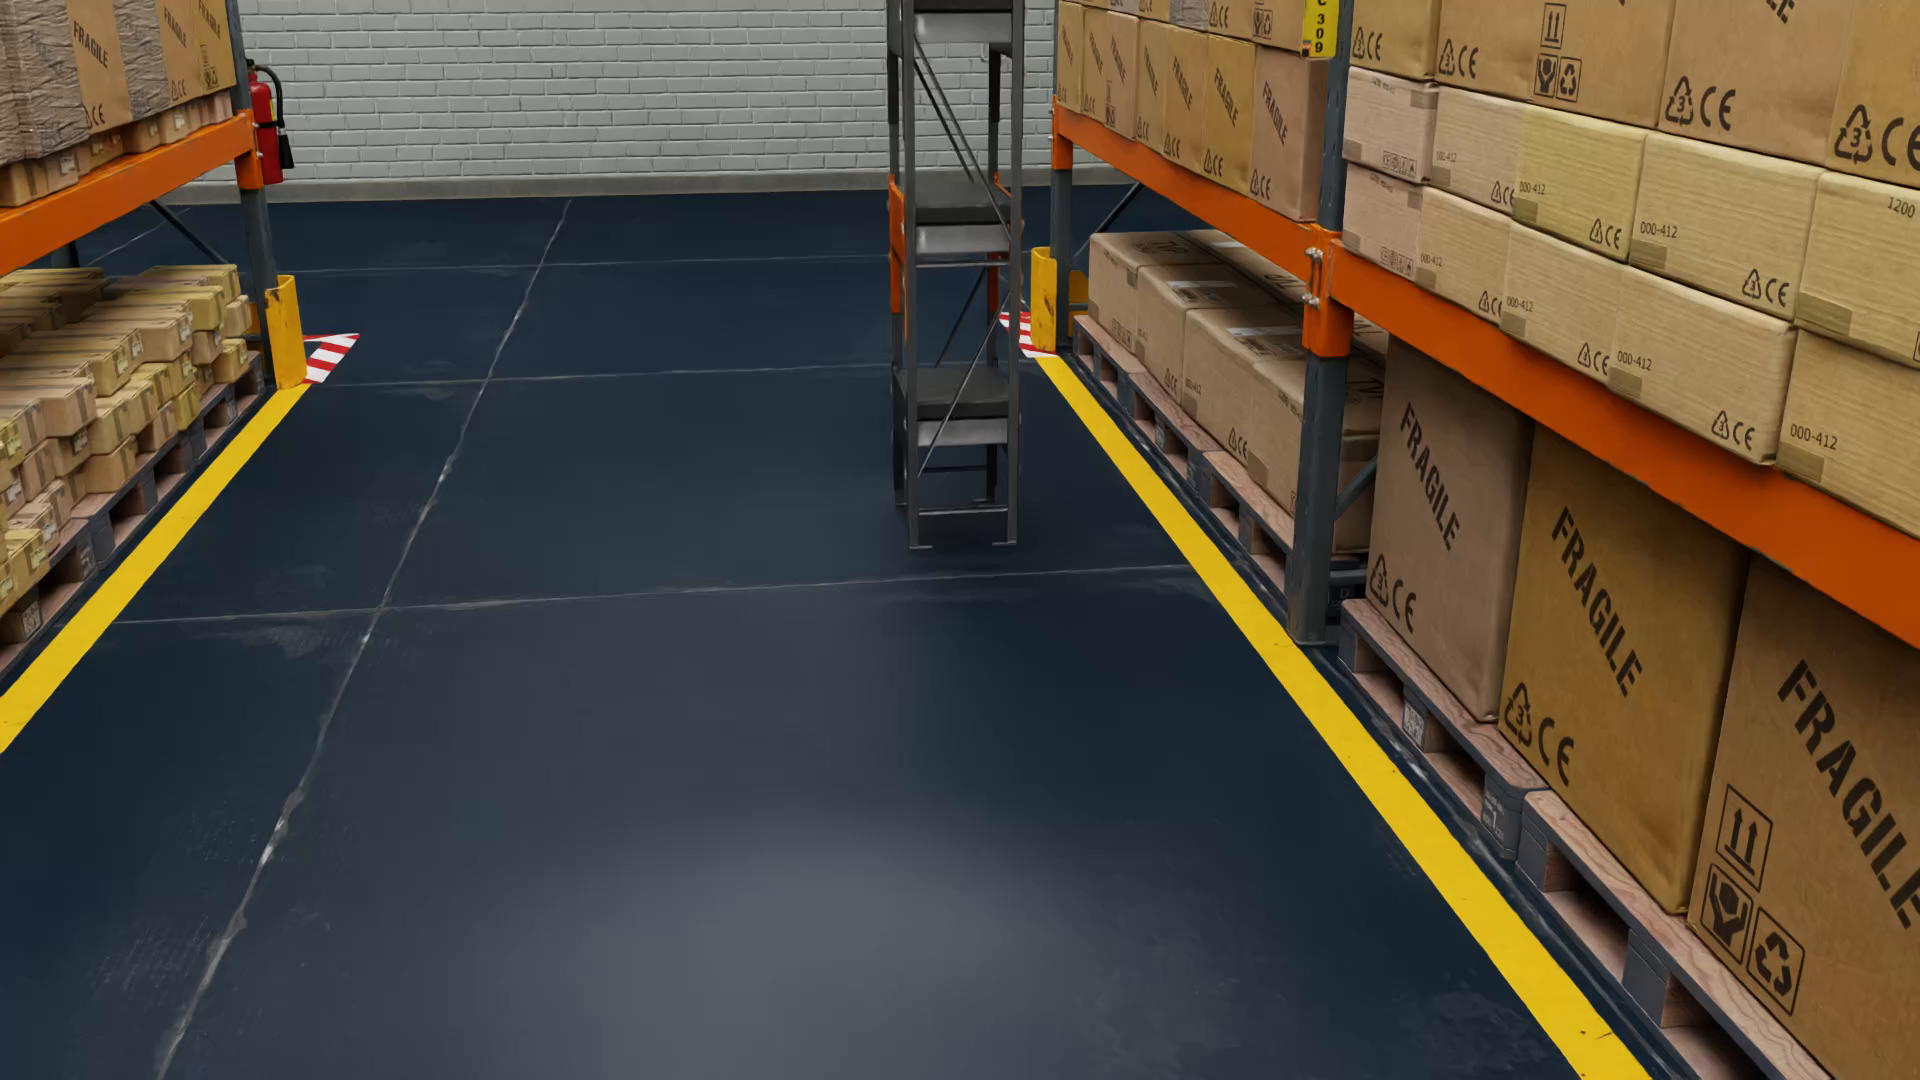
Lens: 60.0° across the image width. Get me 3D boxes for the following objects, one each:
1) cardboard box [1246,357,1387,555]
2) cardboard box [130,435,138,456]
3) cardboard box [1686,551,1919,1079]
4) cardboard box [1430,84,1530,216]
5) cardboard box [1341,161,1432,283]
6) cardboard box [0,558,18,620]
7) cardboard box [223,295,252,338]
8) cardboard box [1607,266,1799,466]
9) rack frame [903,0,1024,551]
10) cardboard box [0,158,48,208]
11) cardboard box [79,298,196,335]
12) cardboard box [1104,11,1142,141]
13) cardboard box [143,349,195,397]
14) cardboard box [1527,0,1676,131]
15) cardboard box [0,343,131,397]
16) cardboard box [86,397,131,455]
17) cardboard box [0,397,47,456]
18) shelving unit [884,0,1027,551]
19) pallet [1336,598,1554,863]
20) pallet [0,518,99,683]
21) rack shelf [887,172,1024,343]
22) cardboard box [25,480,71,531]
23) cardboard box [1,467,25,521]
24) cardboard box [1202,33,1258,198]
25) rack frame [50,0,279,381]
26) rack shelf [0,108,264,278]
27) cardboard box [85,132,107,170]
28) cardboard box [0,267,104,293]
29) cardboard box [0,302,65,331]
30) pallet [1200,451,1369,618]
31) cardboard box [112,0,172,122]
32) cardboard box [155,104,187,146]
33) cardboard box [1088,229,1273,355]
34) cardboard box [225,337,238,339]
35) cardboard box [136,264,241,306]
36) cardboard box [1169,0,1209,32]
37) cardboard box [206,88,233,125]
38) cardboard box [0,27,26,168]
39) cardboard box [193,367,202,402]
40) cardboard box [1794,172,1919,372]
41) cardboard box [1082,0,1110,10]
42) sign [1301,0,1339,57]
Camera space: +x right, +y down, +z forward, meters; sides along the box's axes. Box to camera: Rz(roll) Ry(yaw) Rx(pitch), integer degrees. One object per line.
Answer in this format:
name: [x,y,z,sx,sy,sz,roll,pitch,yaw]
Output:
cardboard box: [1.578,-0.326,5.864,0.875,0.438,0.875,-3,21,-9]
cardboard box: [-3.397,-0.360,6.367,0.380,0.149,0.250,-2,21,-6]
cardboard box: [1.997,0.524,2.962,0.875,0.875,0.875,-3,21,-7]
cardboard box: [1.450,-0.925,3.906,0.500,0.250,0.500,-3,21,-7]
cardboard box: [1.365,-0.871,4.475,0.500,0.250,0.500,-3,21,-9]
cardboard box: [-3.056,0.174,4.937,0.380,0.149,0.250,-4,21,-10]
cardboard box: [-3.539,-1.039,7.761,0.380,0.149,0.250,-3,21,-9]
cardboard box: [1.562,-0.340,3.054,0.500,0.250,0.500,-3,21,-9]
rack frame: [0.011,-0.956,5.776,0.400,2.100,0.015,-3,21,-8]
cardboard box: [-3.244,-1.179,5.446,0.380,0.149,0.250,-3,21,-7]
cardboard box: [-3.454,-0.910,6.991,0.380,0.149,0.250,-4,21,-10]
cardboard box: [0.927,-2.007,7.160,0.500,0.500,0.500,-3,21,-8]
cardboard box: [-3.375,-0.681,6.801,0.380,0.149,0.250,-3,21,-7]
cardboard box: [1.512,-1.107,3.320,0.500,0.500,0.500,-3,21,-9]
cardboard box: [-3.366,-0.634,6.251,0.380,0.149,0.250,-3,21,-7]
cardboard box: [-3.279,-0.411,6.078,0.380,0.149,0.250,-3,21,-8]
cardboard box: [-3.292,-0.364,5.529,0.380,0.149,0.250,-3,21,-9]
shelving unit: [-0.024,-1.041,6.002,0.431,2.100,0.503,-3,21,-8]
pallet: [1.748,0.463,4.675,1.003,0.211,1.213,-3,21,-8]
pallet: [-3.453,0.253,5.236,1.003,0.211,1.213,-3,21,-8]
rack shelf: [-0.024,-1.028,6.007,0.431,0.518,0.480,-3,21,-8]
cardboard box: [-3.268,-0.087,5.635,0.380,0.149,0.250,-3,21,-9]
cardboard box: [-3.253,-0.130,5.326,0.380,0.149,0.250,-3,21,-8]
cardboard box: [1.163,-1.479,5.747,0.500,0.500,0.500,-3,21,-9]
rack frame: [-3.898,-2.207,7.838,1.000,3.000,0.127,-3,21,-8]
rack shelf: [-3.610,-1.178,6.110,1.077,0.370,4.000,-3,21,-8]
cardboard box: [-3.418,-1.449,6.168,0.380,0.149,0.250,-3,21,-7]
cardboard box: [-4.159,-1.148,7.628,0.380,0.149,0.250,-4,21,-10]
cardboard box: [-3.973,-0.884,6.919,0.380,0.149,0.250,-4,21,-10]
pallet: [1.530,-0.068,6.096,1.003,0.211,1.213,-3,21,-8]
cardboard box: [-3.427,-1.897,6.440,0.500,0.500,0.500,-3,21,-8]
cardboard box: [-3.462,-1.730,6.919,0.380,0.149,0.250,-2,21,-6]
cardboard box: [1.180,-1.265,8.377,0.875,0.438,0.875,-4,21,-10]
cardboard box: [-3.616,-0.897,7.804,0.380,0.149,0.250,-3,21,-7]
cardboard box: [-3.571,-1.176,7.703,0.380,0.149,0.250,-3,21,-7]
cardboard box: [1.073,-2.123,6.042,0.500,0.500,0.500,-3,21,-7]
cardboard box: [-3.571,-1.991,7.618,0.380,0.149,0.250,-3,21,-8]
cardboard box: [-3.222,-1.363,5.012,0.500,0.500,0.500,-3,21,-8]
cardboard box: [-3.477,-0.632,7.095,0.380,0.149,0.250,-3,21,-7]
cardboard box: [1.646,-0.394,2.484,0.500,0.250,0.500,-3,21,-9]
cardboard box: [0.855,-2.648,7.447,0.500,0.500,0.500,-3,21,-9]
sign: [1.013,-1.521,4.651,0.100,0.325,0.005,-3,21,-8]
